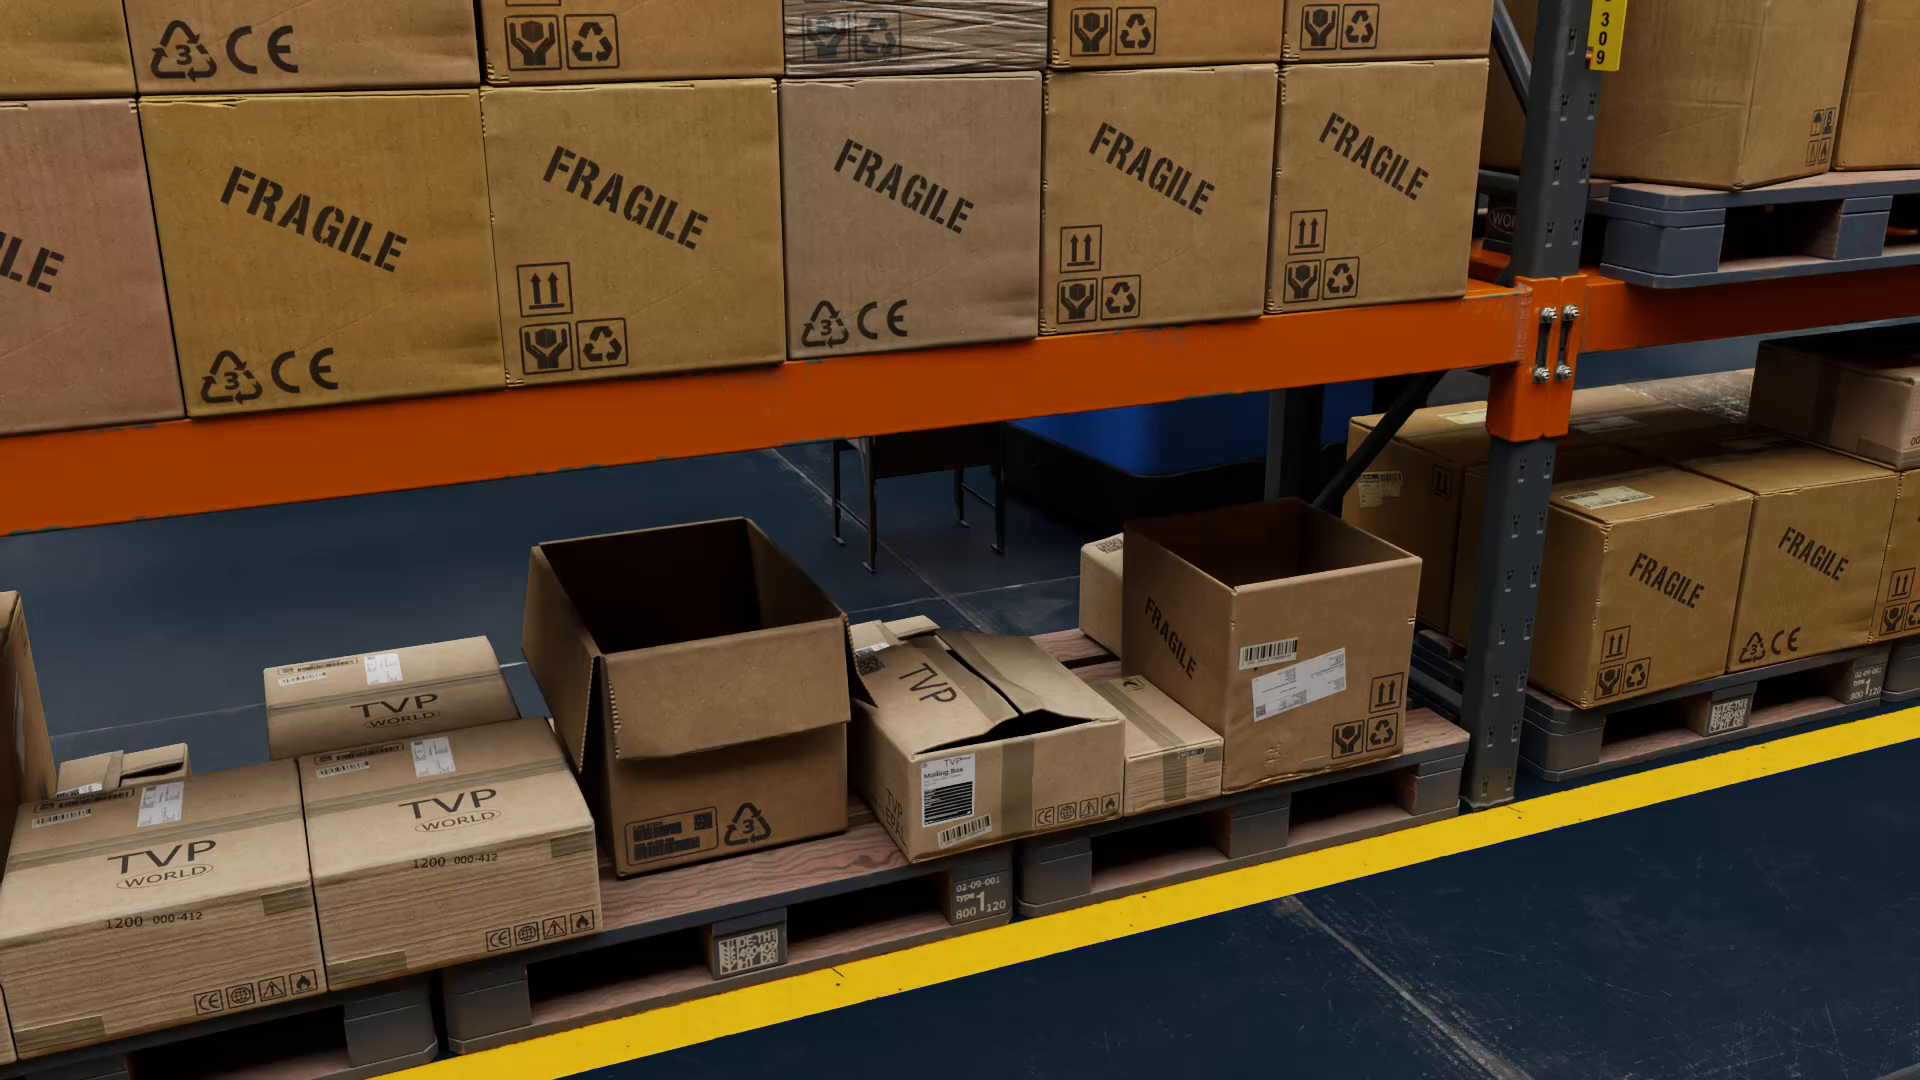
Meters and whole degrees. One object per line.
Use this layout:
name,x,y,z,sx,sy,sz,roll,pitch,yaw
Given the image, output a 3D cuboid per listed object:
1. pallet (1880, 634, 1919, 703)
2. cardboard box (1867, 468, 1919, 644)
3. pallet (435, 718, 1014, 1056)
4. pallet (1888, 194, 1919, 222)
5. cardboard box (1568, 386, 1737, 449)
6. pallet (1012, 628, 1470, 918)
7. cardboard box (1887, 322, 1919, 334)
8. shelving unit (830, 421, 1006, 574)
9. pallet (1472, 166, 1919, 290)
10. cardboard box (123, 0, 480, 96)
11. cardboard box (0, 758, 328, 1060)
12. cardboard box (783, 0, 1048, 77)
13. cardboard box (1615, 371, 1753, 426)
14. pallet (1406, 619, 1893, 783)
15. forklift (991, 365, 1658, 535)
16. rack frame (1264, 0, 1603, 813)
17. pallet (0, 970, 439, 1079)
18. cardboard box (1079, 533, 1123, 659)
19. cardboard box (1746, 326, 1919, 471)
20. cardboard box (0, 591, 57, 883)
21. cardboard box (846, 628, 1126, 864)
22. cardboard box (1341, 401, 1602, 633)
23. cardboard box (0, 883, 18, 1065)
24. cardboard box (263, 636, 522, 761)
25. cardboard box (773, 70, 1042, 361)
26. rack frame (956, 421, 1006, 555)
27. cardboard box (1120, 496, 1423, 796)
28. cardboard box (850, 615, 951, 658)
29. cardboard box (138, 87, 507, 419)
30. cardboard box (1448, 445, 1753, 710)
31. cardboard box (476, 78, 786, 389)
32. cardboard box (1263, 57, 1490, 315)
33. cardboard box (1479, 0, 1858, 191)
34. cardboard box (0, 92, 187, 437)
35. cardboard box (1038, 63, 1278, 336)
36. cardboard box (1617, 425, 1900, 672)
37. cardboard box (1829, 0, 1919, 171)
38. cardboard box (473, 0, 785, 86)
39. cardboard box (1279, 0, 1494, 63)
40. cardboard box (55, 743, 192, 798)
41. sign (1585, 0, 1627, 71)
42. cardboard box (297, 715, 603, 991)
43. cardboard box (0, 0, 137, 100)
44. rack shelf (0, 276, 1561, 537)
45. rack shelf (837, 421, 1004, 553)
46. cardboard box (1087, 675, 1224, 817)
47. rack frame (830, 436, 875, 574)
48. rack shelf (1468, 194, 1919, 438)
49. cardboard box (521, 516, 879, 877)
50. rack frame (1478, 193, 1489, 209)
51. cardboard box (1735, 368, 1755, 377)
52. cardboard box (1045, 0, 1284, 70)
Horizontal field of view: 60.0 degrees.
pallet,2.982,0.134,5.325,1.213,0.211,1.003,-8,21,-22
cardboard box,2.616,-0.056,4.766,0.500,0.500,0.500,-8,21,-21
pallet,-0.624,0.666,3.813,1.213,0.211,1.003,-8,21,-22
pallet,3.017,-1.080,4.861,1.213,0.211,1.003,-8,21,-22
cardboard box,1.925,-0.145,5.018,0.500,0.500,0.500,-8,21,-22
pallet,0.497,0.504,4.273,1.213,0.211,1.003,-8,21,-22
cardboard box,3.048,-0.471,4.814,0.500,0.250,0.500,-9,21,-23
shelving unit,-0.152,-0.969,5.611,0.503,2.100,0.431,-8,21,-22
pallet,1.905,-0.883,4.301,1.213,0.211,1.003,-8,21,-22
cardboard box,-1.094,-1.007,2.710,0.500,0.500,0.500,-8,21,-21
cardboard box,-1.474,0.663,3.099,0.500,0.250,0.500,-8,21,-22
cardboard box,-0.165,-1.140,3.088,0.500,0.500,0.500,-8,21,-21
cardboard box,2.386,-0.210,5.205,0.500,0.500,0.500,-8,21,-21
pallet,1.860,0.295,4.865,1.213,0.211,1.003,-8,21,-22
forklift,1.645,-1.702,6.443,3.031,2.935,1.130,-12,22,-30
rack frame,1.128,-0.901,4.065,0.127,3.000,1.000,-8,21,-22
pallet,-1.743,0.825,3.361,1.213,0.211,1.003,-8,21,-22
cardboard box,0.657,0.149,4.469,0.500,0.311,0.500,-8,21,-22
cardboard box,2.587,-0.404,4.626,0.500,0.250,0.500,-8,21,-22
cardboard box,-2.143,0.450,3.330,0.500,0.500,0.500,-8,21,-22
cardboard box,0.029,0.419,3.700,0.500,0.311,0.500,-8,21,-22
cardboard box,1.468,-0.082,4.840,0.500,0.500,0.500,-8,21,-22
cardboard box,-1.794,0.771,2.921,0.250,0.166,0.380,-8,21,-22
cardboard box,-1.259,0.452,3.700,0.500,0.250,0.500,-8,21,-22
cardboard box,-0.173,-0.668,3.252,0.500,0.500,0.500,-8,21,-21
rack frame,0.072,-1.001,5.703,0.015,2.100,0.400,-8,21,-22
cardboard box,0.718,0.232,3.949,0.500,0.500,0.500,-8,21,-22
cardboard box,-0.133,0.334,4.162,0.250,0.166,0.380,-8,21,-22
cardboard box,-1.099,-0.535,2.874,0.500,0.500,0.500,-8,21,-22
cardboard box,1.669,0.081,4.377,0.500,0.500,0.500,-9,21,-24
cardboard box,-0.639,-0.600,3.059,0.500,0.500,0.500,-8,21,-21
cardboard box,0.771,-0.805,3.640,0.500,0.500,0.500,-8,21,-21
cardboard box,1.652,-1.141,3.962,0.500,0.500,0.700,-17,26,-40
cardboard box,-1.561,-0.470,2.689,0.500,0.500,0.500,-8,21,-22
cardboard box,0.298,-0.736,3.446,0.500,0.500,0.500,-8,21,-20
cardboard box,2.154,0.007,4.586,0.500,0.500,0.500,-8,21,-21
cardboard box,2.258,-1.251,4.274,0.500,0.500,0.700,-5,20,-13
cardboard box,-0.628,-1.074,2.901,0.500,0.500,0.500,-8,21,-22
cardboard box,0.767,-1.275,3.470,0.500,0.500,0.500,-8,21,-22
cardboard box,-1.735,0.581,3.458,0.250,0.166,0.380,-8,21,-22
sign,1.350,-1.145,3.455,0.005,0.325,0.100,-8,21,-22
cardboard box,-1.015,0.598,3.286,0.500,0.250,0.500,-8,21,-22
cardboard box,-1.556,-0.943,2.528,0.500,0.500,0.500,-8,21,-21
rack shelf,-0.708,-0.299,3.438,4.000,0.370,1.077,-8,21,-22
rack shelf,-0.152,-0.295,5.848,0.480,0.518,0.431,-8,21,-22
cardboard box,0.397,0.465,3.815,0.250,0.149,0.380,-8,21,-22
rack frame,-0.376,-0.937,5.520,0.015,2.100,0.400,-8,21,-22
rack shelf,2.965,-0.825,4.932,4.000,0.370,1.077,-8,21,-22
cardboard box,-0.595,0.317,3.701,0.637,0.503,0.797,-8,21,-22
rack frame,2.843,-2.939,9.851,0.127,3.000,1.000,-8,21,-22
cardboard box,2.852,-0.278,5.396,0.500,0.500,0.500,-9,21,-24
cardboard box,0.297,-1.206,3.276,0.500,0.500,0.500,-9,21,-23
